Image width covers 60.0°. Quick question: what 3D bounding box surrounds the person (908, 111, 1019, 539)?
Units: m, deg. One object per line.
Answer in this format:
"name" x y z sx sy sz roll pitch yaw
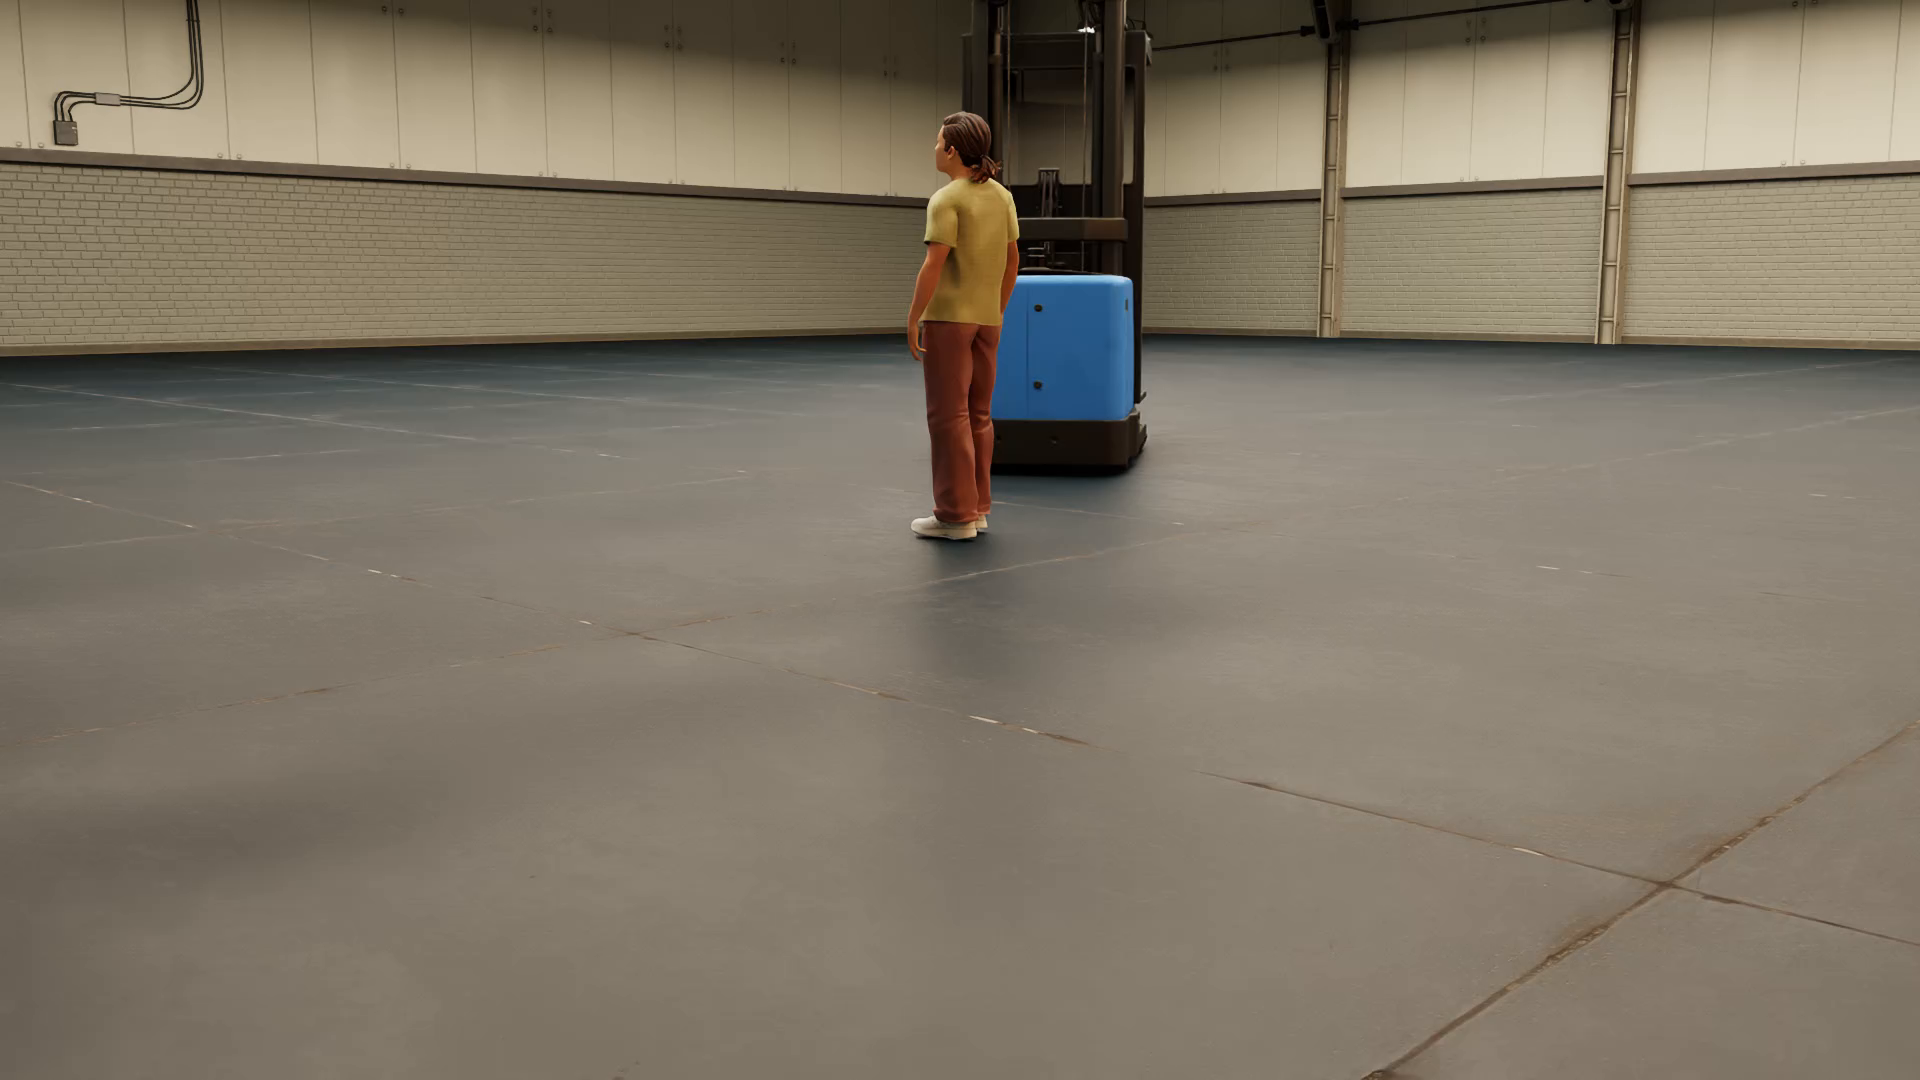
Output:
"person" -0.045 -0.844 6.650 0.549 1.675 0.555 8 12 43

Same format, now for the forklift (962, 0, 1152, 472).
"forklift" 0.594 -2.008 10.207 1.130 2.935 3.031 1 9 9
